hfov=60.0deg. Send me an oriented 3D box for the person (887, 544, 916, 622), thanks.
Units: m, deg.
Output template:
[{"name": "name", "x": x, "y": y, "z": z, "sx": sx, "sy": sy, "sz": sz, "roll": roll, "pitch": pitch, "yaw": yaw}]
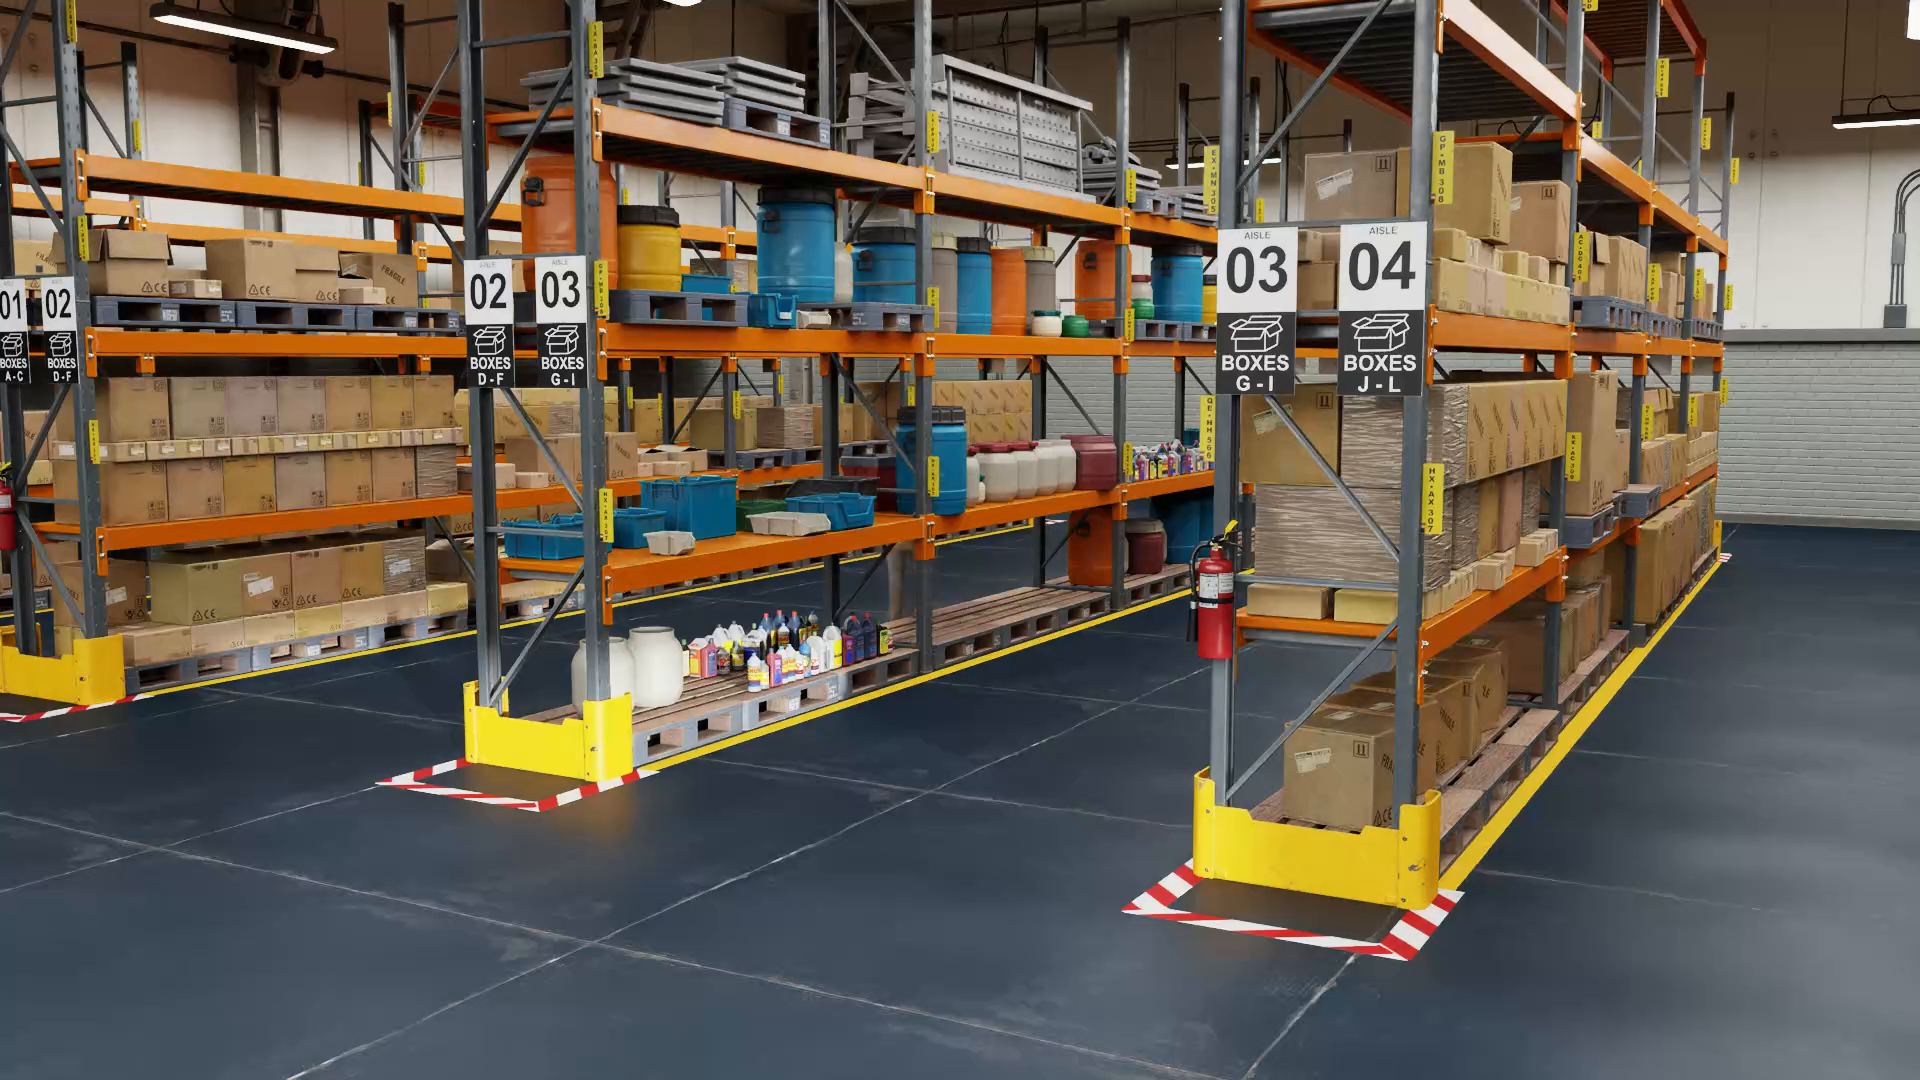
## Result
[{"name": "person", "x": -0.491, "y": 0.079, "z": 15.508, "sx": 0.459, "sy": 1.687, "sz": 0.542, "roll": 1, "pitch": 6, "yaw": 5}]
